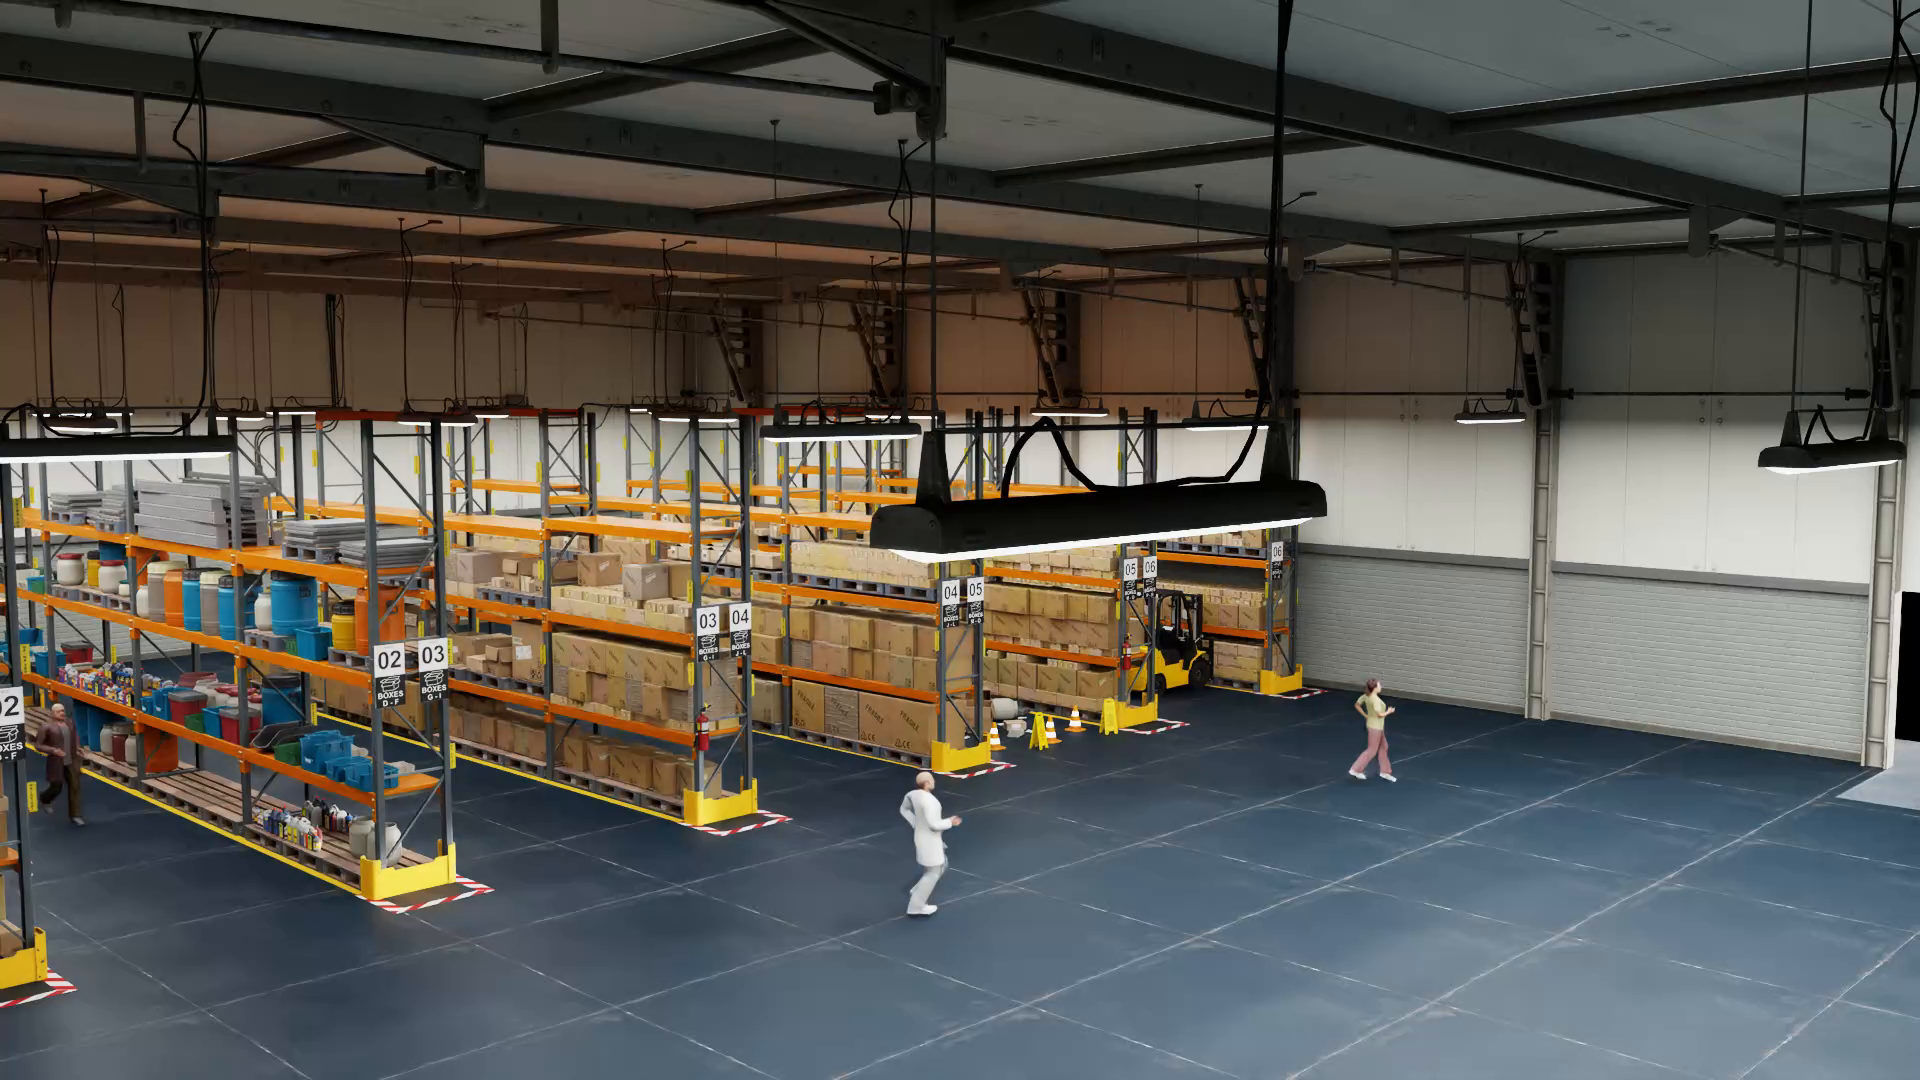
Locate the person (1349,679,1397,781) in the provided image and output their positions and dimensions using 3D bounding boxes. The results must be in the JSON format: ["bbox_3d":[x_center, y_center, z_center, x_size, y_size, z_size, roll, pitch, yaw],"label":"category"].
[{"bbox_3d":[6.712,3.091,26.957,0.831,1.701,0.570,0,5,-3],"label":"person"}]

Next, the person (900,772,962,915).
[{"bbox_3d":[-0.334,3.669,20.177,0.673,1.762,0.694,-2,5,-19],"label":"person"}]

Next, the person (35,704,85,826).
[{"bbox_3d":[-13.198,3.277,24.417,1.024,1.764,0.718,3,6,34],"label":"person"}]
